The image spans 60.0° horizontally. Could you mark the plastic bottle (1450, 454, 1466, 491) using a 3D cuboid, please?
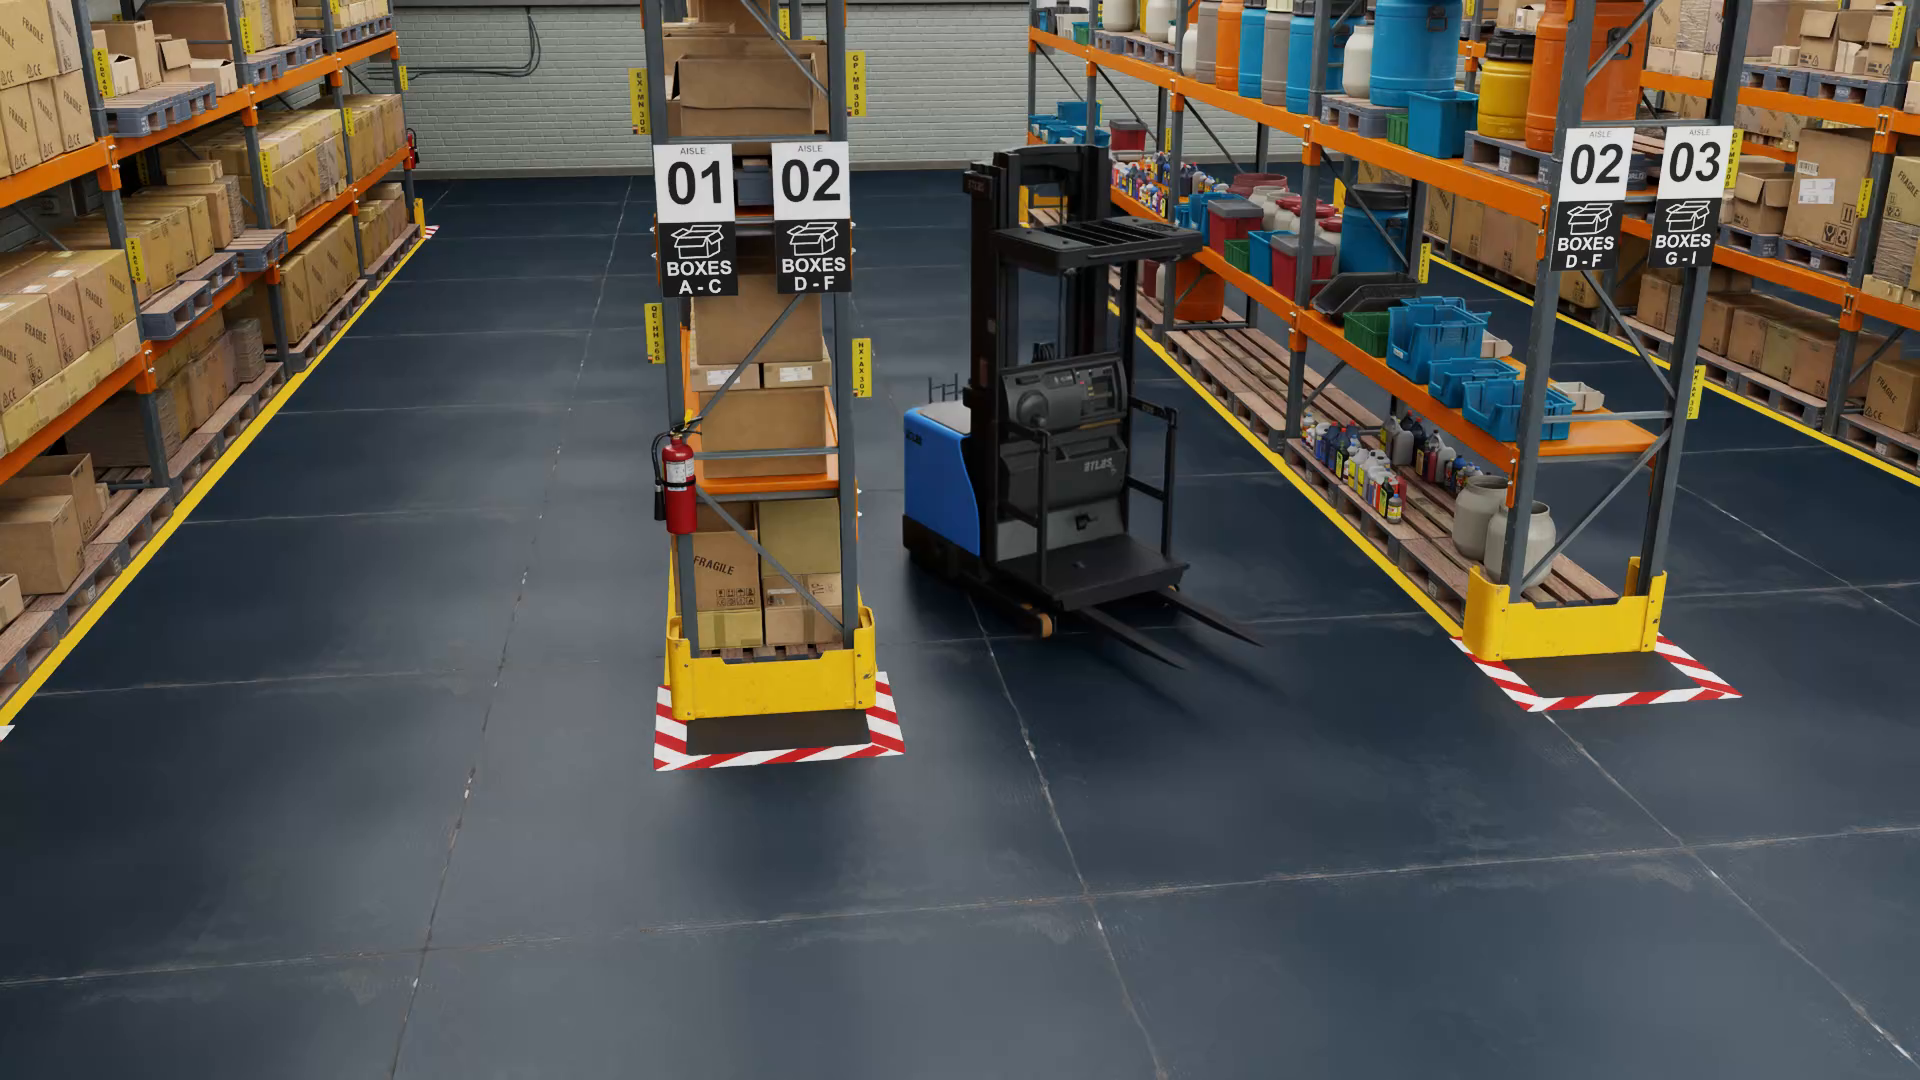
[{"bbox_3d":[3.769,-0.516,12.582,0.097,0.271,0.097,0,20,0],"label":"plastic bottle"}]

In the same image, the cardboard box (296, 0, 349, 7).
[{"bbox_3d":[-7.543,-6.567,19.625,0.500,0.500,0.500,-3,21,-8],"label":"cardboard box"}]

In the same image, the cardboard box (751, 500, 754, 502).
[{"bbox_3d":[-1.318,-0.443,12.446,0.500,0.250,0.500,-3,21,-8],"label":"cardboard box"}]

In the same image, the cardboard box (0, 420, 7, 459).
[{"bbox_3d":[-5.833,-0.525,9.520,0.500,0.250,0.500,-4,21,-9],"label":"cardboard box"}]

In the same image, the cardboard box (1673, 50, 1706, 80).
[{"bbox_3d":[7.453,-4.723,16.501,0.500,0.250,0.500,-2,21,-6],"label":"cardboard box"}]

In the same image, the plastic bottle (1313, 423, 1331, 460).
[{"bbox_3d":[2.925,-0.794,13.318,0.152,0.276,0.135,-2,21,-6],"label":"plastic bottle"}]

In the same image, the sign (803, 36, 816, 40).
[{"bbox_3d":[-1.114,-3.571,12.351,0.100,0.325,0.005,-3,21,-8],"label":"sign"}]

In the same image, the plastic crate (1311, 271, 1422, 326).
[{"bbox_3d":[3.188,-1.890,13.077,0.767,0.338,0.504,-3,21,-8],"label":"plastic crate"}]

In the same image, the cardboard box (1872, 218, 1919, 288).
[{"bbox_3d":[8.144,-2.383,13.743,0.875,0.500,0.500,-3,21,-8],"label":"cardboard box"}]

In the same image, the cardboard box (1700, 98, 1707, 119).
[{"bbox_3d":[11.285,-6.389,24.466,0.500,0.500,0.500,-3,21,-7],"label":"cardboard box"}]

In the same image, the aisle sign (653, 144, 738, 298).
[{"bbox_3d":[-1.368,-1.653,8.640,0.394,0.787,0.004,-3,21,-8],"label":"aisle sign"}]

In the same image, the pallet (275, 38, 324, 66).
[{"bbox_3d":[-7.537,-5.377,18.312,0.805,0.209,1.217,-4,21,-10],"label":"pallet"}]

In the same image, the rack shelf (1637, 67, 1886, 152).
[{"bbox_3d":[7.852,-4.117,15.693,1.077,0.370,4.000,-3,21,-8],"label":"rack shelf"}]

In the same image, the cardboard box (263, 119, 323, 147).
[{"bbox_3d":[-7.260,-4.421,18.096,0.500,0.250,0.500,-3,21,-7],"label":"cardboard box"}]

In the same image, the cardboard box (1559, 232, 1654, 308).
[{"bbox_3d":[7.484,-3.183,18.887,1.225,0.875,0.875,-4,21,-10],"label":"cardboard box"}]

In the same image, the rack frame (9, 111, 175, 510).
[{"bbox_3d":[-6.565,-1.607,12.231,1.000,3.000,0.127,-3,21,-8],"label":"rack frame"}]

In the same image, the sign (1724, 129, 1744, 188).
[{"bbox_3d":[4.360,-2.157,9.405,0.100,0.325,0.005,-3,21,-8],"label":"sign"}]

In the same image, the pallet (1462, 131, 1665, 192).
[{"bbox_3d":[3.793,-2.330,10.149,1.003,0.211,1.213,-3,21,-8],"label":"pallet"}]

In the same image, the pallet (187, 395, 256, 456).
[{"bbox_3d":[-6.858,-0.993,14.574,1.003,0.211,1.213,-3,21,-8],"label":"pallet"}]

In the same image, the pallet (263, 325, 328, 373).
[{"bbox_3d":[-7.181,-1.962,17.168,1.003,0.211,1.213,-3,21,-8],"label":"pallet"}]

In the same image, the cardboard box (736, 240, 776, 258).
[{"bbox_3d":[-1.230,-1.490,9.921,0.700,0.500,0.500,-3,21,-9],"label":"cardboard box"}]

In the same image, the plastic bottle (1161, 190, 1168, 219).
[{"bbox_3d":[2.182,-3.555,17.615,0.061,0.283,0.133,-3,21,-8],"label":"plastic bottle"}]

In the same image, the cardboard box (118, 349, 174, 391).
[{"bbox_3d":[-6.754,-1.399,13.548,0.500,0.250,0.500,-3,21,-9],"label":"cardboard box"}]

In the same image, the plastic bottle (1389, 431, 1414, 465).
[{"bbox_3d":[3.501,-0.746,13.189,0.152,0.276,0.135,-3,21,-8],"label":"plastic bottle"}]

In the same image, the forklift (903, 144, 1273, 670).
[{"bbox_3d":[0.791,-0.930,10.518,1.130,2.935,3.031,-12,24,-29],"label":"forklift"}]

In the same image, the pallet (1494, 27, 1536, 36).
[{"bbox_3d":[7.168,-6.127,20.319,0.805,0.209,1.217,-4,21,-10],"label":"pallet"}]

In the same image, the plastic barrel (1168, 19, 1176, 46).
[{"bbox_3d":[2.363,-5.392,17.677,0.301,0.262,0.301,0,20,0],"label":"plastic barrel"}]

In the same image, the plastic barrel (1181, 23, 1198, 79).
[{"bbox_3d":[2.404,-4.826,16.403,0.421,0.512,0.421,0,20,0],"label":"plastic barrel"}]

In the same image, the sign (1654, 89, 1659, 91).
[{"bbox_3d":[10.796,-7.104,25.713,0.100,0.325,0.005,-3,21,-8],"label":"sign"}]

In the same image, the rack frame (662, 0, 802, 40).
[{"bbox_3d":[-1.663,-4.668,11.854,1.000,3.000,0.127,-3,21,-8],"label":"rack frame"}]

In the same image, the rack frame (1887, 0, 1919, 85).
[{"bbox_3d":[8.140,-5.167,13.188,1.000,3.000,0.127,-3,21,-8],"label":"rack frame"}]

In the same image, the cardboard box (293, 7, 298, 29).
[{"bbox_3d":[-8.049,-6.180,19.660,0.500,0.250,0.500,-3,21,-7],"label":"cardboard box"}]

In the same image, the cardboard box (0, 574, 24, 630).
[{"bbox_3d":[-6.081,0.390,10.098,0.500,0.311,0.500,-1,21,-3],"label":"cardboard box"}]

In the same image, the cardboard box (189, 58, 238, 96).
[{"bbox_3d":[-6.770,-4.129,14.795,0.500,0.311,0.500,-3,21,-8],"label":"cardboard box"}]

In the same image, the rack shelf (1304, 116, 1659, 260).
[{"bbox_3d":[3.527,-2.482,11.316,1.077,0.370,4.000,-3,21,-8],"label":"rack shelf"}]

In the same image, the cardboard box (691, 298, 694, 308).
[{"bbox_3d":[-1.556,-1.483,10.830,0.380,0.149,0.250,-3,21,-8],"label":"cardboard box"}]

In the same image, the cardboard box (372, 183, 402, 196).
[{"bbox_3d":[-7.896,-4.819,22.876,0.380,0.149,0.250,-3,21,-8],"label":"cardboard box"}]

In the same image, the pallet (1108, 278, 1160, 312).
[{"bbox_3d":[2.335,-2.877,19.618,1.003,0.211,1.213,-3,21,-8],"label":"pallet"}]

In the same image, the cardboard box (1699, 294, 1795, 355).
[{"bbox_3d":[7.861,-2.158,16.651,0.700,0.500,0.500,-1,21,-3],"label":"cardboard box"}]

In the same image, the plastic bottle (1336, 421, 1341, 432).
[{"bbox_3d":[3.030,-0.803,13.331,0.061,0.283,0.133,-3,21,-8],"label":"plastic bottle"}]

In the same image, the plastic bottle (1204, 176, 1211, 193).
[{"bbox_3d":[2.797,-3.959,18.712,0.097,0.271,0.097,0,20,0],"label":"plastic bottle"}]

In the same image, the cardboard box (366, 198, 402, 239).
[{"bbox_3d":[-8.023,-4.377,22.620,0.700,0.500,0.500,-3,21,-8],"label":"cardboard box"}]

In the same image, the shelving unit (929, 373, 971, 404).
[{"bbox_3d":[-0.072,-0.596,12.097,0.258,1.200,0.189,-12,24,-29],"label":"shelving unit"}]

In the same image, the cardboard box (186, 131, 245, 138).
[{"bbox_3d":[-7.605,-4.040,17.077,0.500,0.250,0.500,-3,21,-9],"label":"cardboard box"}]

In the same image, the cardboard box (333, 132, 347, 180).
[{"bbox_3d":[-7.402,-4.425,19.180,0.500,0.500,0.500,-3,21,-9],"label":"cardboard box"}]

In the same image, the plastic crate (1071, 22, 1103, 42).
[{"bbox_3d":[1.638,-6.502,21.290,0.416,0.233,0.300,-3,21,-8],"label":"plastic crate"}]

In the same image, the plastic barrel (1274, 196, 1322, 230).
[{"bbox_3d":[3.150,-2.916,15.543,0.433,0.535,0.433,0,20,0],"label":"plastic barrel"}]

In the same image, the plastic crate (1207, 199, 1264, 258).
[{"bbox_3d":[2.592,-2.946,15.726,0.402,0.464,0.583,-3,21,-8],"label":"plastic crate"}]

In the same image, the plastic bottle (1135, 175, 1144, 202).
[{"bbox_3d":[2.017,-3.951,18.674,0.061,0.283,0.133,-3,21,-8],"label":"plastic bottle"}]

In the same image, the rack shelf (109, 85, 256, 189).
[{"bbox_3d":[-6.853,-3.367,13.686,1.077,0.370,4.000,-3,21,-8],"label":"rack shelf"}]

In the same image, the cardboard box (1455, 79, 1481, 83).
[{"bbox_3d":[7.028,-6.076,22.915,0.500,0.500,0.500,-4,21,-9],"label":"cardboard box"}]
